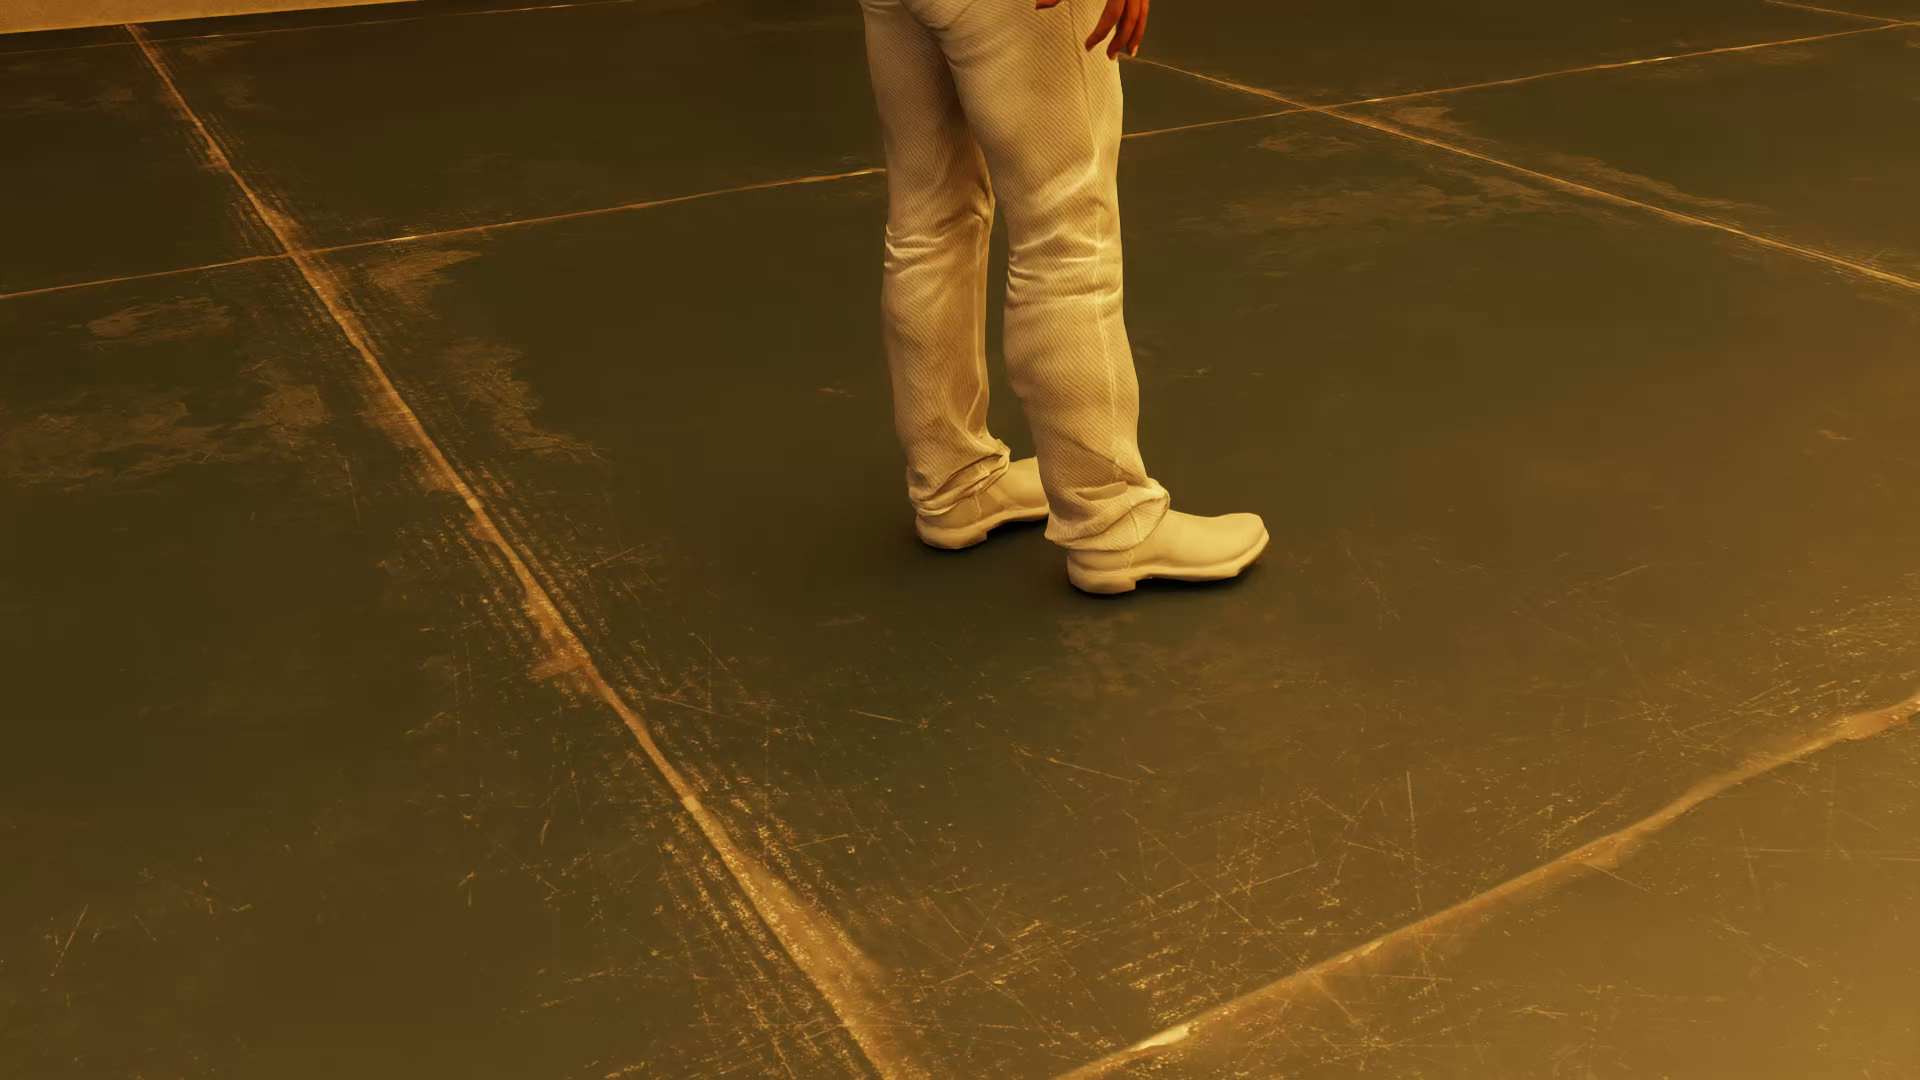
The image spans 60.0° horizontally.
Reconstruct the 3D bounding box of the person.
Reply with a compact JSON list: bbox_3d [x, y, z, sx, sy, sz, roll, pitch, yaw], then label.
[{"bbox_3d":[0.064,-0.808,2.124,0.575,1.768,0.665,-15,30,-26],"label":"person"}]
